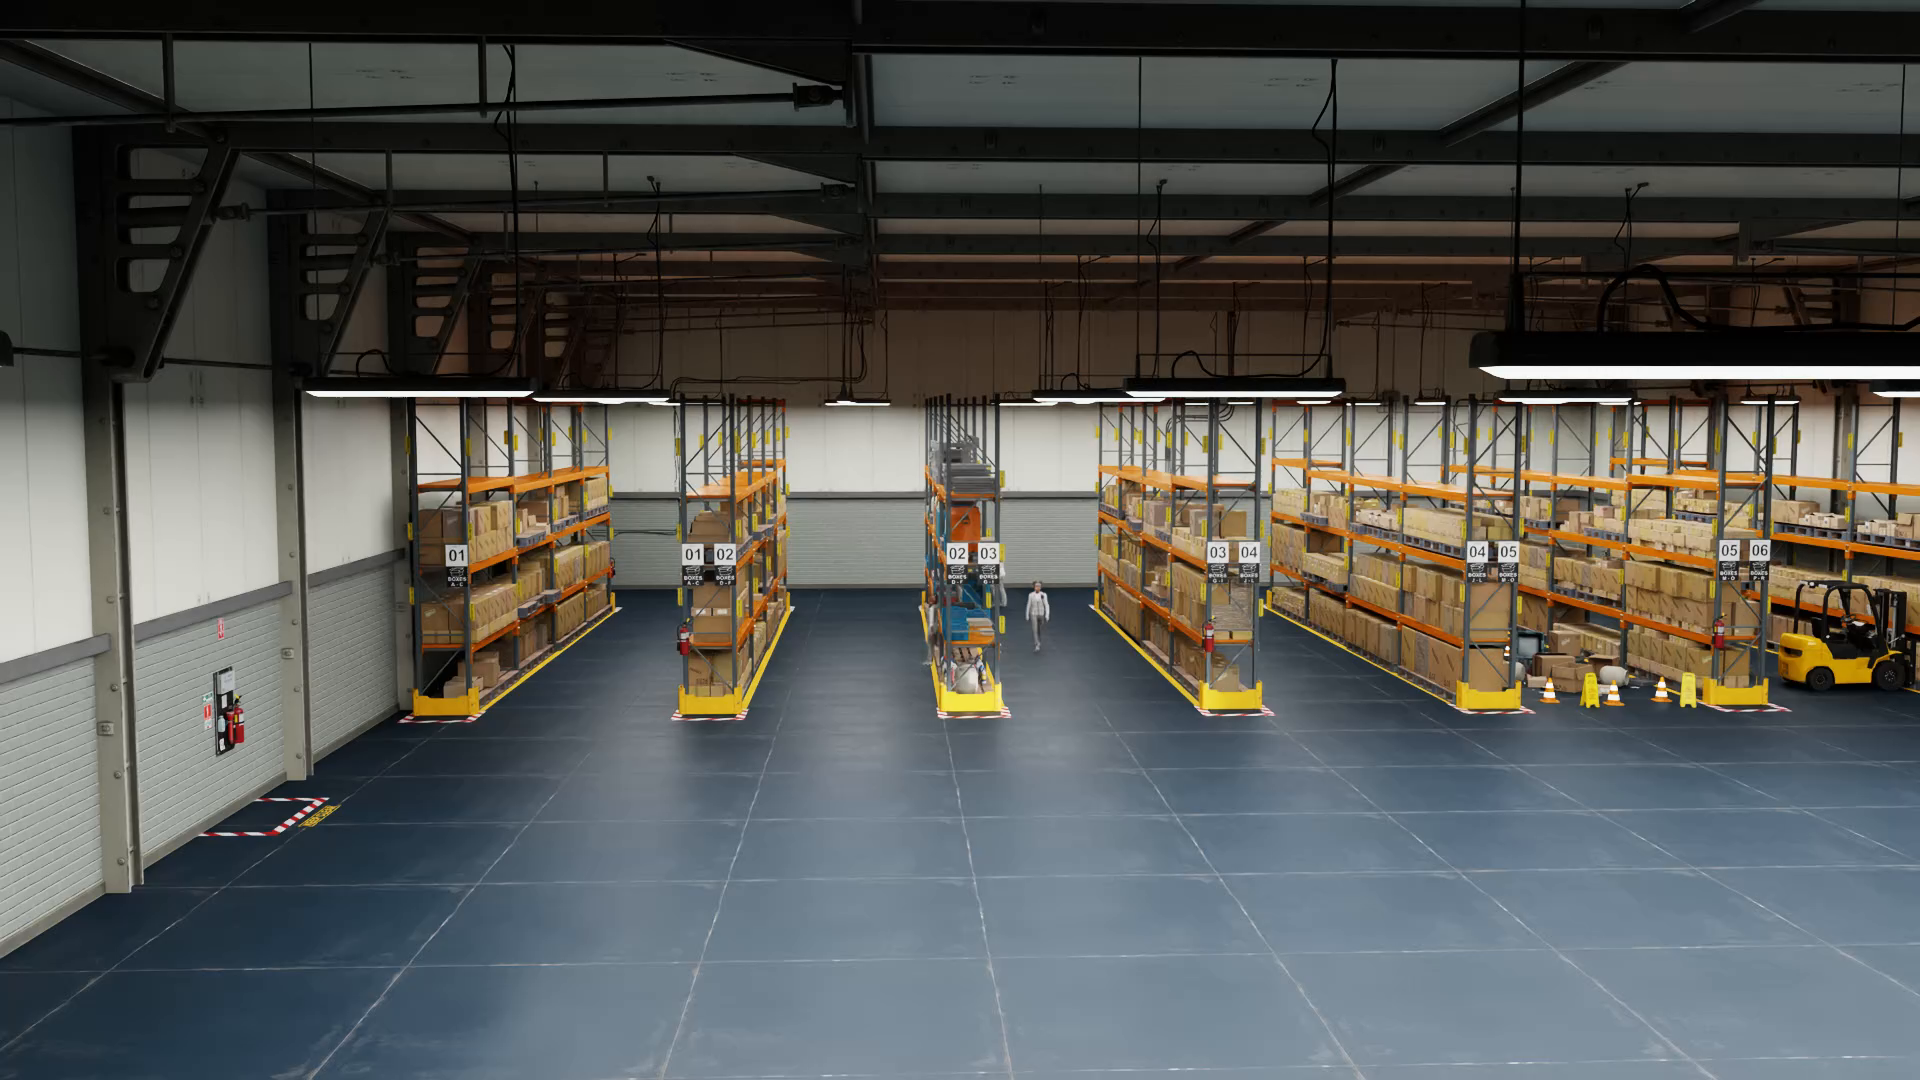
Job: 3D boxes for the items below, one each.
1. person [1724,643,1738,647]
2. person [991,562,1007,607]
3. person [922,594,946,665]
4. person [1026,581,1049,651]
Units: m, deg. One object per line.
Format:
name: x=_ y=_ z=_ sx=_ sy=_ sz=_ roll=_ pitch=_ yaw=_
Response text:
person: x=16.928 y=2.002 z=36.311 sx=0.643 sy=1.715 sz=0.707 roll=-2 pitch=5 yaw=-19
person: x=1.100 y=1.062 z=48.028 sx=0.538 sy=1.830 sz=0.616 roll=2 pitch=5 yaw=23
person: x=-0.559 y=1.998 z=36.840 sx=0.687 sy=1.600 sz=0.475 roll=3 pitch=5 yaw=32
person: x=1.864 y=1.768 z=39.426 sx=0.495 sy=1.623 sz=1.051 roll=-1 pitch=5 yaw=-11
